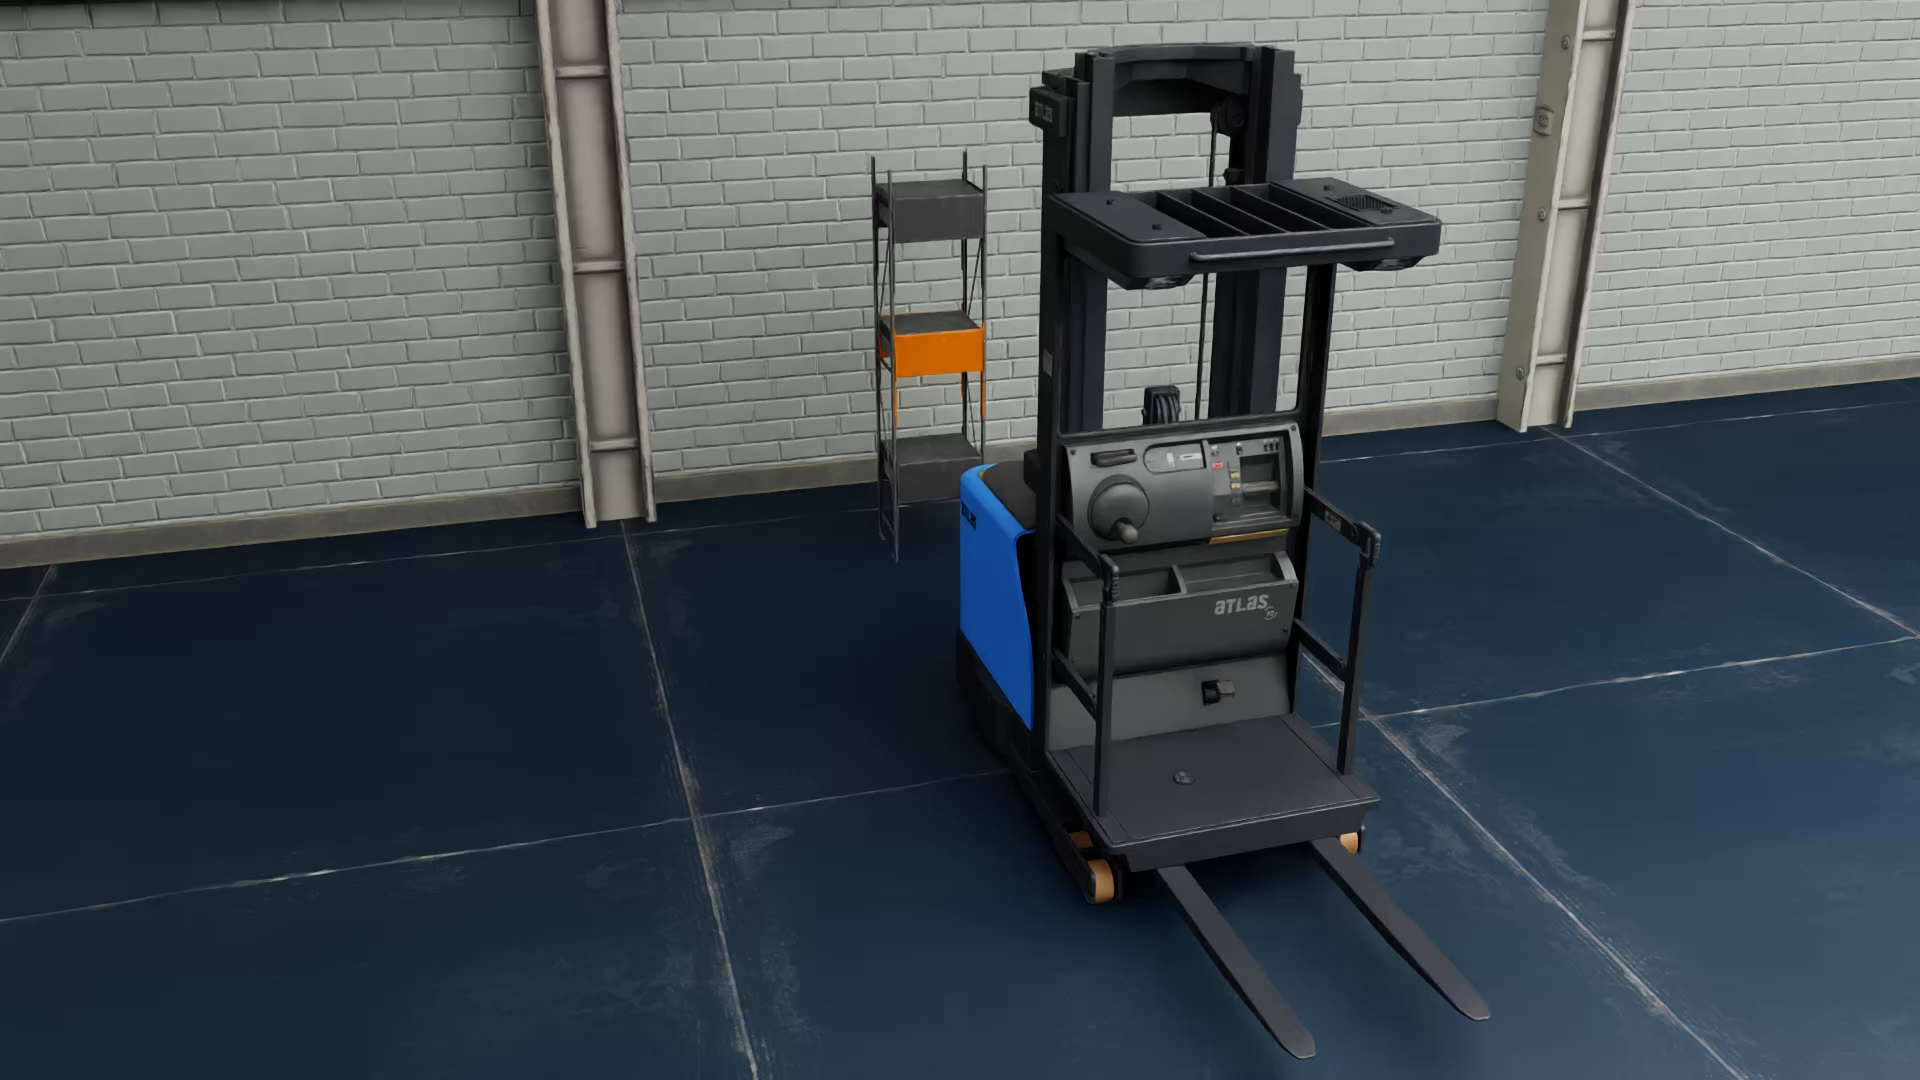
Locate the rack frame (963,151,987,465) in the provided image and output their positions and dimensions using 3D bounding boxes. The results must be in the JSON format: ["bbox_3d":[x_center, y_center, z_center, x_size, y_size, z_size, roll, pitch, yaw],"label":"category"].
[{"bbox_3d":[0.076,-0.973,8.855,0.015,2.100,0.400,-6,24,-14],"label":"rack frame"}]

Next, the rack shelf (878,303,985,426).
[{"bbox_3d":[-0.159,-0.935,8.800,0.480,0.518,0.431,-6,24,-14],"label":"rack shelf"}]

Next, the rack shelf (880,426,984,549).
[{"bbox_3d":[-0.159,-0.291,9.076,0.480,0.518,0.431,-6,24,-14],"label":"rack shelf"}]

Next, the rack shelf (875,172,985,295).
[{"bbox_3d":[-0.159,-1.578,8.524,0.480,0.518,0.431,-6,24,-14],"label":"rack shelf"}]

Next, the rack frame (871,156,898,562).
[{"bbox_3d":[-0.394,-0.921,8.734,0.015,2.100,0.400,-6,24,-14],"label":"rack frame"}]

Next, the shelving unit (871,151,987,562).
[{"bbox_3d":[-0.159,-0.947,8.795,0.503,2.100,0.431,-6,24,-14],"label":"shelving unit"}]

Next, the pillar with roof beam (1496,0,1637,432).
[{"bbox_3d":[4.976,-3.285,5.494,0.400,9.000,9.100,-6,24,-14],"label":"pillar with roof beam"}]

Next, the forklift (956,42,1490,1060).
[{"bbox_3d":[0.902,-0.182,5.957,1.130,2.935,3.031,-7,24,-16],"label":"forklift"}]
